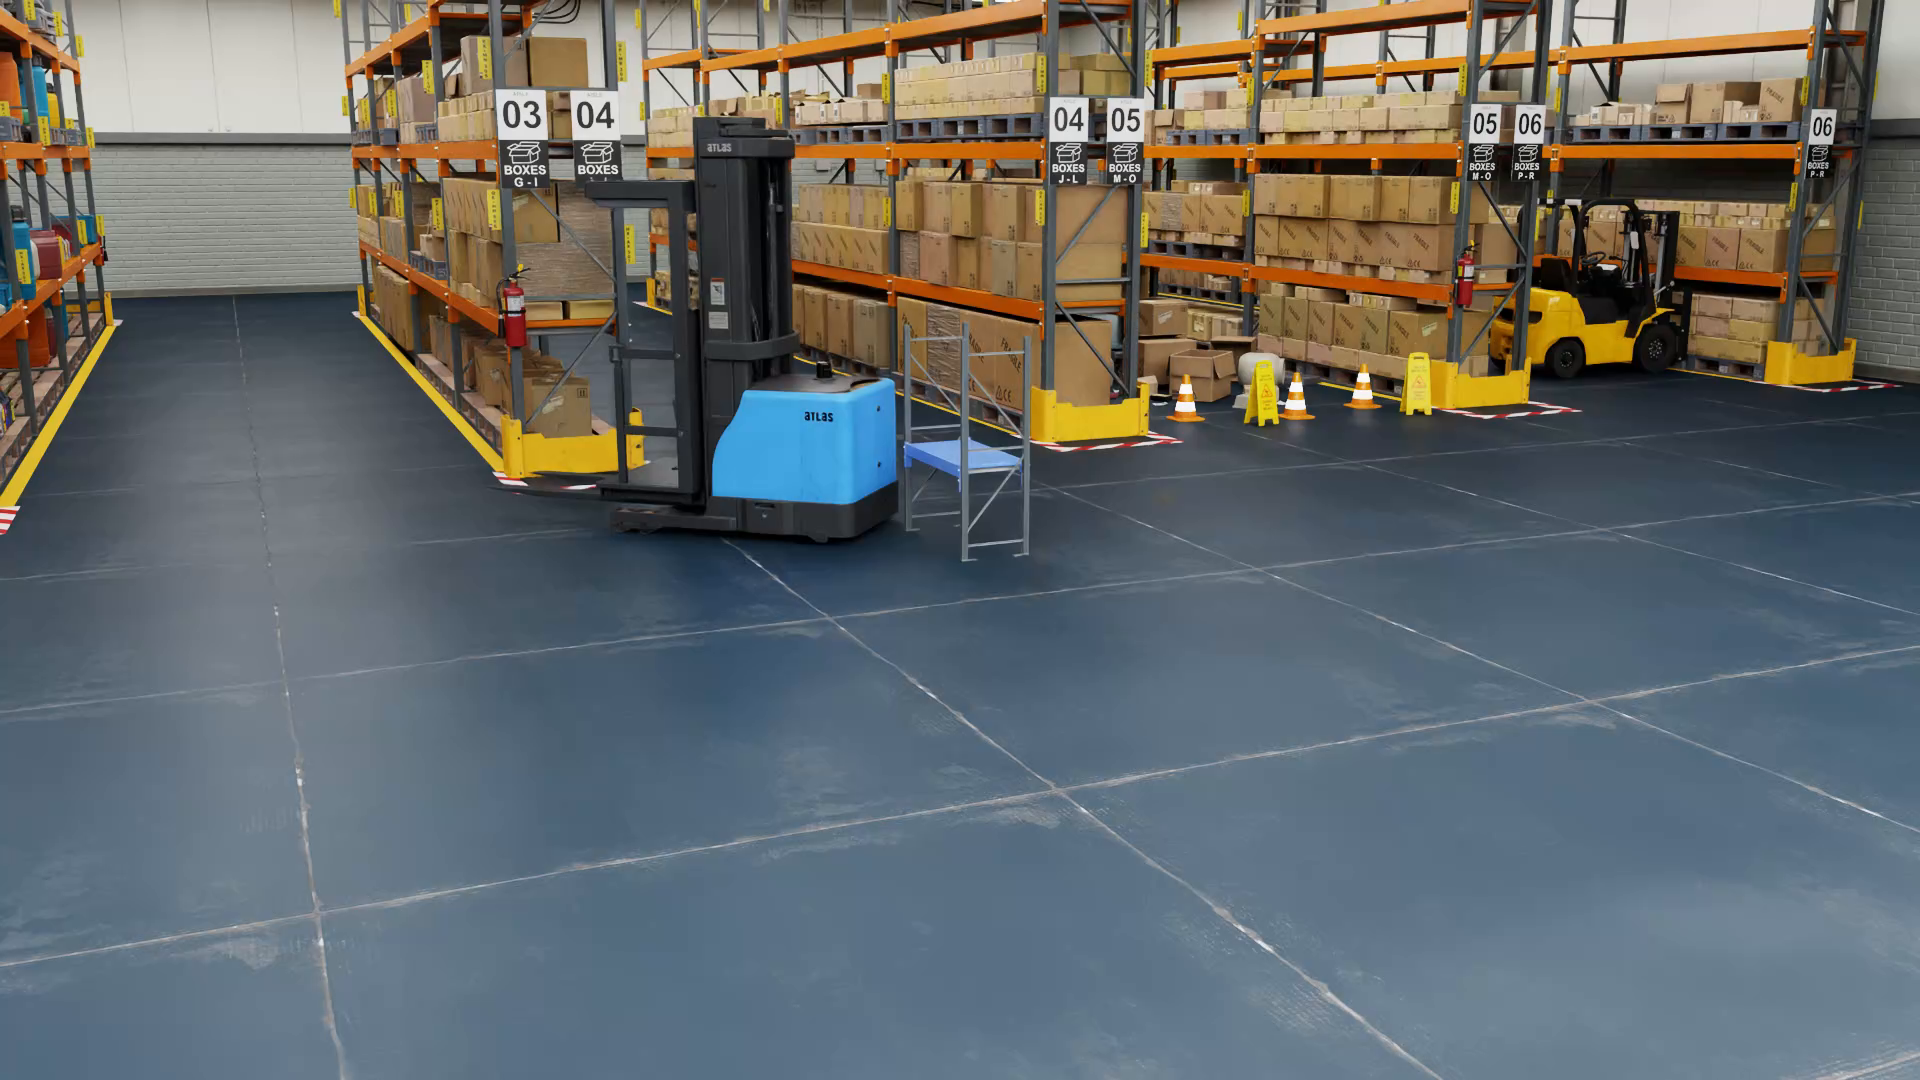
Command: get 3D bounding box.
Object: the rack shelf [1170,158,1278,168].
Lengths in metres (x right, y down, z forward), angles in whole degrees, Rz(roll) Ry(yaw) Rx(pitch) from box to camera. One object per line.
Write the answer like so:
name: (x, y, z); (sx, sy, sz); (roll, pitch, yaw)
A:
rack shelf: (4.691, -7.401, 32.137); (1.077, 0.370, 4.000); (-6, 14, -23)

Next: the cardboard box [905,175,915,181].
cardboard box: (-0.725, -6.665, 31.575); (0.500, 0.500, 0.500); (-6, 14, -24)

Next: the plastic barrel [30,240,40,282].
plastic barrel: (-10.462, -3.120, 18.450); (0.421, 0.512, 0.421); (0, 13, 0)

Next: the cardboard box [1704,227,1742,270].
cardboard box: (9.662, -3.632, 20.689); (0.500, 0.500, 0.500); (-5, 14, -21)

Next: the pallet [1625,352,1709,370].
pallet: (9.470, -2.445, 21.965); (1.003, 0.211, 1.213); (-6, 14, -23)

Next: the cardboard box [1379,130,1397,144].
cardboard box: (4.965, -4.548, 18.772); (0.380, 0.149, 0.250); (-6, 14, -23)

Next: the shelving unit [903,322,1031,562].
shelving unit: (0.034, -0.713, 11.625); (0.538, 1.500, 1.048); (-6, 14, -23)

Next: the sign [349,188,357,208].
sign: (-10.248, -5.770, 28.054); (0.100, 0.325, 0.005); (-6, 14, -23)

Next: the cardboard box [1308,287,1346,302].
cardboard box: (4.453, -2.982, 20.168); (0.380, 0.149, 0.250); (-5, 14, -20)

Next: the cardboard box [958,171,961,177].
cardboard box: (0.183, -6.530, 29.554); (0.380, 0.149, 0.250); (-6, 14, -23)

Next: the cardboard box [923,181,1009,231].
cardboard box: (0.099, -3.723, 18.578); (0.875, 0.550, 0.550); (-6, 14, -23)

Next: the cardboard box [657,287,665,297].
cardboard box: (-5.235, -4.465, 29.899); (0.380, 0.149, 0.250); (-5, 14, -22)

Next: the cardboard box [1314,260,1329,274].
cardboard box: (4.487, -3.293, 20.003); (0.380, 0.149, 0.250); (-6, 14, -23)

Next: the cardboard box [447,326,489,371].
cardboard box: (-5.554, -2.221, 19.381); (0.700, 0.500, 0.500); (-7, 15, -28)

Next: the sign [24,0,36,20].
sign: (-10.569, -6.075, 18.878); (0.100, 0.325, 0.005); (-6, 14, -23)

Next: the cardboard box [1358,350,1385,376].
cardboard box: (4.982, -2.064, 19.301); (0.500, 0.250, 0.500); (-6, 14, -23)

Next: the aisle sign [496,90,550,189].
aisle sign: (-3.577, -3.280, 13.623); (0.394, 0.787, 0.004); (-6, 14, -23)

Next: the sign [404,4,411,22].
sign: (-9.234, -8.821, 27.780); (0.100, 0.325, 0.005); (-6, 14, -23)

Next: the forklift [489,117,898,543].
forklift: (-2.038, -1.580, 12.198); (3.031, 2.935, 1.130); (4, 14, 17)

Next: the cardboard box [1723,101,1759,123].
cardboard box: (9.588, -5.243, 20.363); (0.396, 0.266, 0.258); (-6, 14, -23)

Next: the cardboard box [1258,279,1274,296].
cardboard box: (5.702, -4.634, 29.852); (0.500, 0.500, 0.500); (-6, 14, -24)

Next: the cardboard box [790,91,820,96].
cardboard box: (-2.201, -6.280, 23.781); (0.396, 0.266, 0.258); (-6, 14, -23)

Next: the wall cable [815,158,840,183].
wall cable: (-2.937, -7.927, 37.145); (0.585, 1.953, 0.123); (-6, 14, -23)

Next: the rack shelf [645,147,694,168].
rack shelf: (-4.350, -6.484, 28.175); (1.077, 0.370, 4.000); (-6, 14, -23)

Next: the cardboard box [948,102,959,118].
cardboard box: (0.099, -4.479, 17.321); (0.380, 0.149, 0.250); (-5, 14, -22)

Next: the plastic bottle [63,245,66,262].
plastic bottle: (-11.870, -3.793, 21.880); (0.152, 0.276, 0.135); (-6, 14, -23)

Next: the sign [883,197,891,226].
sign: (-0.838, -3.781, 19.163); (0.100, 0.325, 0.005); (-6, 14, -23)

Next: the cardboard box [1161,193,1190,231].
cardboard box: (3.144, -4.565, 23.130); (0.500, 0.500, 0.500); (-6, 14, -25)

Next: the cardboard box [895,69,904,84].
cardboard box: (-0.510, -5.182, 18.589); (0.380, 0.149, 0.250); (-5, 14, -22)

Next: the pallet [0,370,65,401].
pallet: (-10.795, -1.737, 18.905); (1.003, 0.211, 1.213); (-6, 14, -23)

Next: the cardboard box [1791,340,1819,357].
cardboard box: (10.282, -2.382, 20.674); (0.500, 0.250, 0.500); (-6, 14, -23)

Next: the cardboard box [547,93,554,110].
cardboard box: (-3.455, -3.817, 14.505); (0.380, 0.149, 0.250); (-6, 14, -24)

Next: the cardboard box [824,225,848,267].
cardboard box: (-1.409, -3.753, 21.210); (0.500, 0.500, 0.500); (-6, 14, -24)

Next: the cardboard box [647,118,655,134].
cardboard box: (-5.210, -7.302, 29.337); (0.500, 0.250, 0.500); (-5, 14, -22)

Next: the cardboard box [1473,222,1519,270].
cardboard box: (5.817, -3.265, 18.443); (0.500, 0.500, 0.500); (-6, 14, -24)

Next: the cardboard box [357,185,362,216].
cardboard box: (-9.591, -5.569, 27.290); (0.500, 0.500, 0.500); (-6, 14, -24)

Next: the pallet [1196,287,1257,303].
pallet: (5.218, -4.660, 31.537); (1.003, 0.211, 1.213); (-6, 14, -23)

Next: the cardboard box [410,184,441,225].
cardboard box: (-6.810, -4.396, 21.765); (0.797, 0.503, 0.637); (-5, 14, -21)

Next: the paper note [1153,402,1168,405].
paper note: (2.202, -1.502, 18.295); (0.144, 0.017, 0.142); (-1, 13, -4)

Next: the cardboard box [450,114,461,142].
cardboard box: (-4.578, -3.939, 15.919); (0.500, 0.250, 0.500); (-6, 14, -25)

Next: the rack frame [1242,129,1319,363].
rack frame: (4.150, -3.775, 21.527); (1.000, 3.000, 0.127); (-6, 14, -23)

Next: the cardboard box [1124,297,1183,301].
cardboard box: (2.765, -3.408, 24.838); (0.950, 0.372, 0.625); (-7, 15, -27)

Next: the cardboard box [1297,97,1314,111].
cardboard box: (4.287, -5.245, 20.014); (0.380, 0.149, 0.250); (-6, 14, -23)

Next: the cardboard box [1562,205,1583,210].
cardboard box: (8.553, -4.641, 22.949); (0.380, 0.149, 0.250); (-5, 14, -22)

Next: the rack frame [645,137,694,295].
rack frame: (-5.152, -5.786, 30.217); (1.000, 3.000, 0.127); (-6, 14, -23)

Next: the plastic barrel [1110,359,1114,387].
plastic barrel: (1.515, -1.956, 19.382); (0.512, 0.421, 0.421); (4, 14, 16)

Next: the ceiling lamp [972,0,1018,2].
ceiling lamp: (0.683, -12.813, 34.329); (2.000, 3.185, 0.800); (-6, 14, -23)

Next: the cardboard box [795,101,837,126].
cardboard box: (-1.858, -5.635, 21.957); (0.500, 0.311, 0.500); (-6, 14, -23)

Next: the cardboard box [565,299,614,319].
cardboard box: (-3.223, -2.011, 14.465); (0.380, 0.149, 0.250); (-6, 14, -23)

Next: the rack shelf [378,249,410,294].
rack shelf: (-7.333, -3.769, 23.097); (1.077, 0.370, 4.000); (-6, 14, -23)

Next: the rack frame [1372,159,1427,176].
rack frame: (7.095, -5.050, 27.038); (1.000, 3.000, 0.127); (-6, 14, -23)

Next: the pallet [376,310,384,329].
pallet: (-8.860, -3.591, 26.915); (1.003, 0.211, 1.213); (-6, 14, -23)

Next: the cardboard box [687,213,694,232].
cardboard box: (-4.209, -5.335, 27.387); (0.500, 0.500, 0.500); (-6, 14, -25)

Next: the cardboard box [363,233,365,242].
cardboard box: (-9.483, -4.921, 27.038); (0.380, 0.149, 0.250); (-6, 14, -24)
